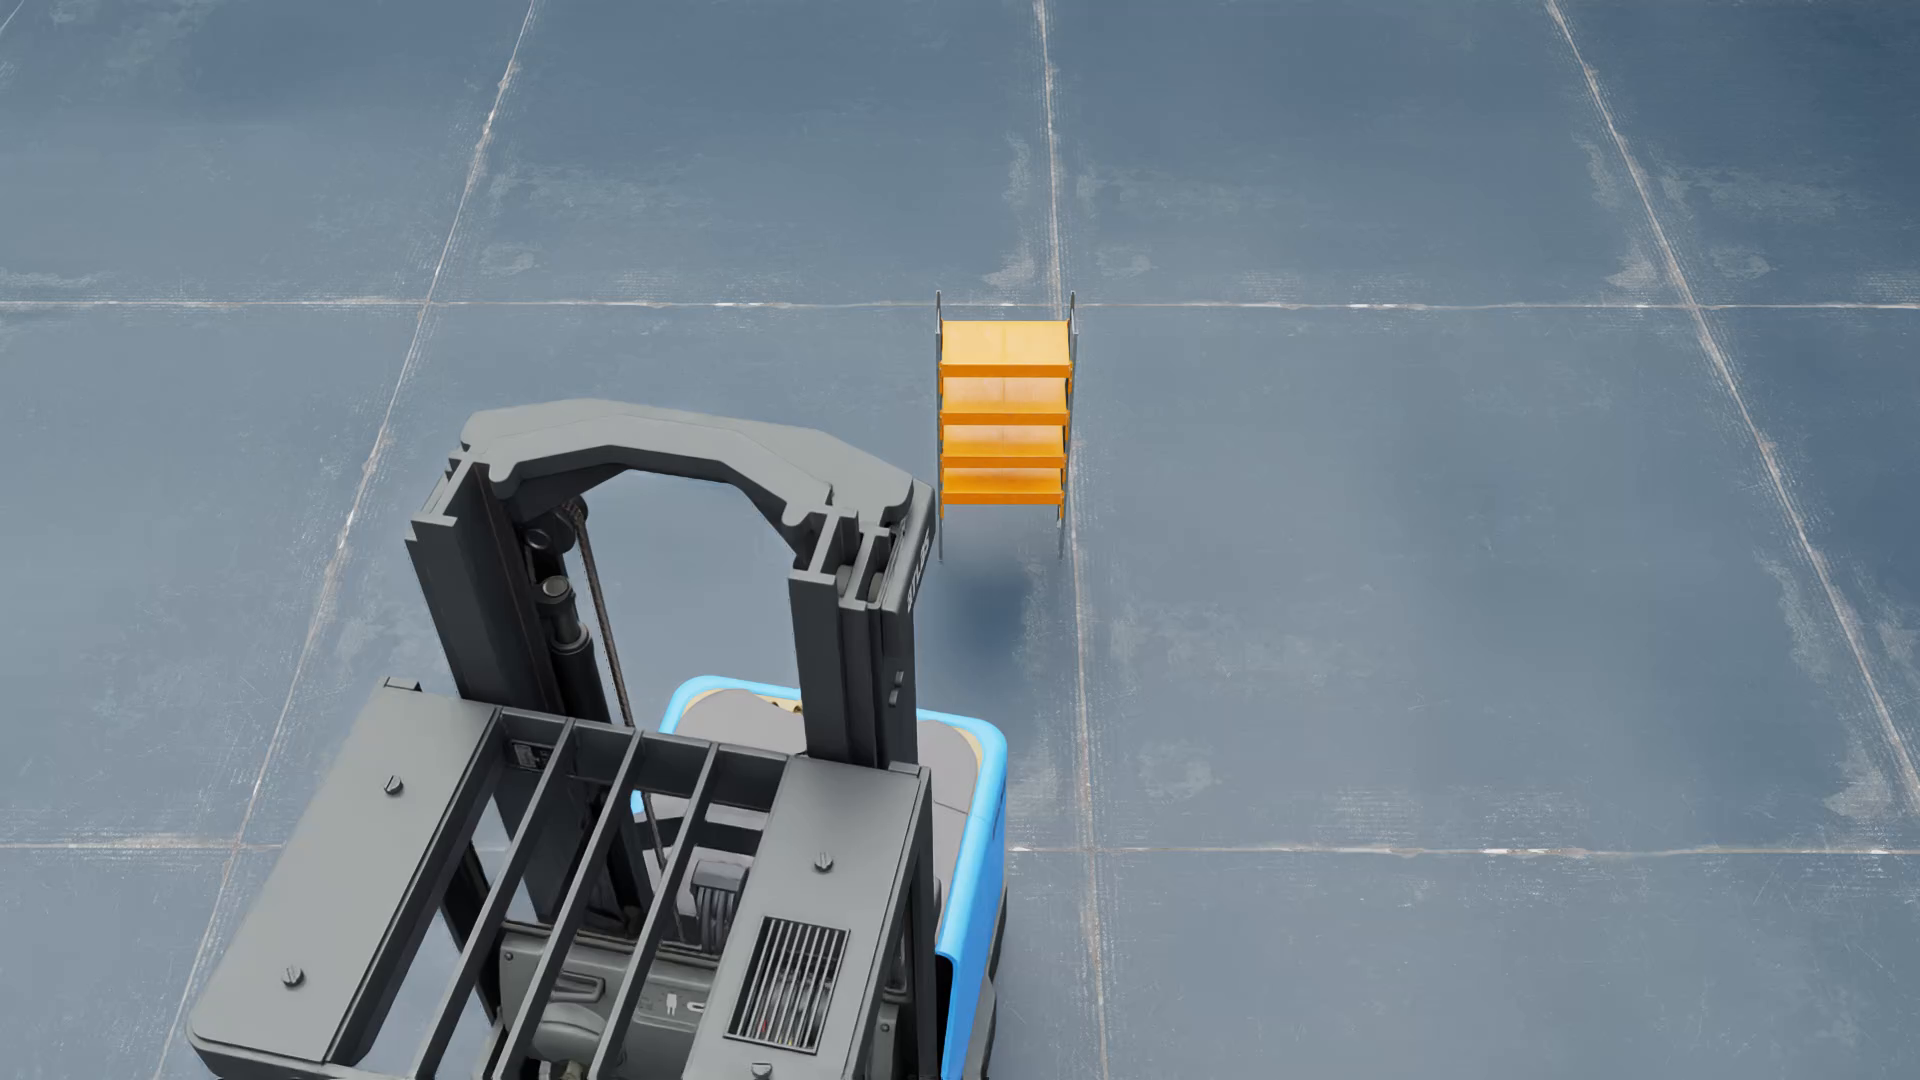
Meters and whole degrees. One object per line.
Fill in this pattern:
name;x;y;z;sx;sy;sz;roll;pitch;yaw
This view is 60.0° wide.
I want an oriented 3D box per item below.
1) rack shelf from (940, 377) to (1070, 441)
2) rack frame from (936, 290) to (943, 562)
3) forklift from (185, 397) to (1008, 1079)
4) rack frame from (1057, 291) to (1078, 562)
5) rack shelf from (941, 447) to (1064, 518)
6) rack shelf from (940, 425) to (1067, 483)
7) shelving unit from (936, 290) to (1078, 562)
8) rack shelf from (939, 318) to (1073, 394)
rack shelf;0.166;-0.515;6.277;0.480;0.148;0.258;0;47;0
rack frame;-0.078;-0.409;6.392;0.015;1.200;0.240;0;47;0
forklift;-0.643;1.256;3.659;1.130;2.935;3.031;8;48;8
rack frame;0.410;-0.408;6.391;0.015;1.200;0.240;0;47;0
rack shelf;0.166;-0.227;6.586;0.480;0.148;0.258;0;47;0
rack shelf;0.166;-0.363;6.440;0.480;0.148;0.258;0;47;0
shelving unit;0.166;-0.408;6.391;0.503;1.200;0.258;0;47;0
rack shelf;0.166;-0.676;6.104;0.480;0.148;0.258;0;47;0
